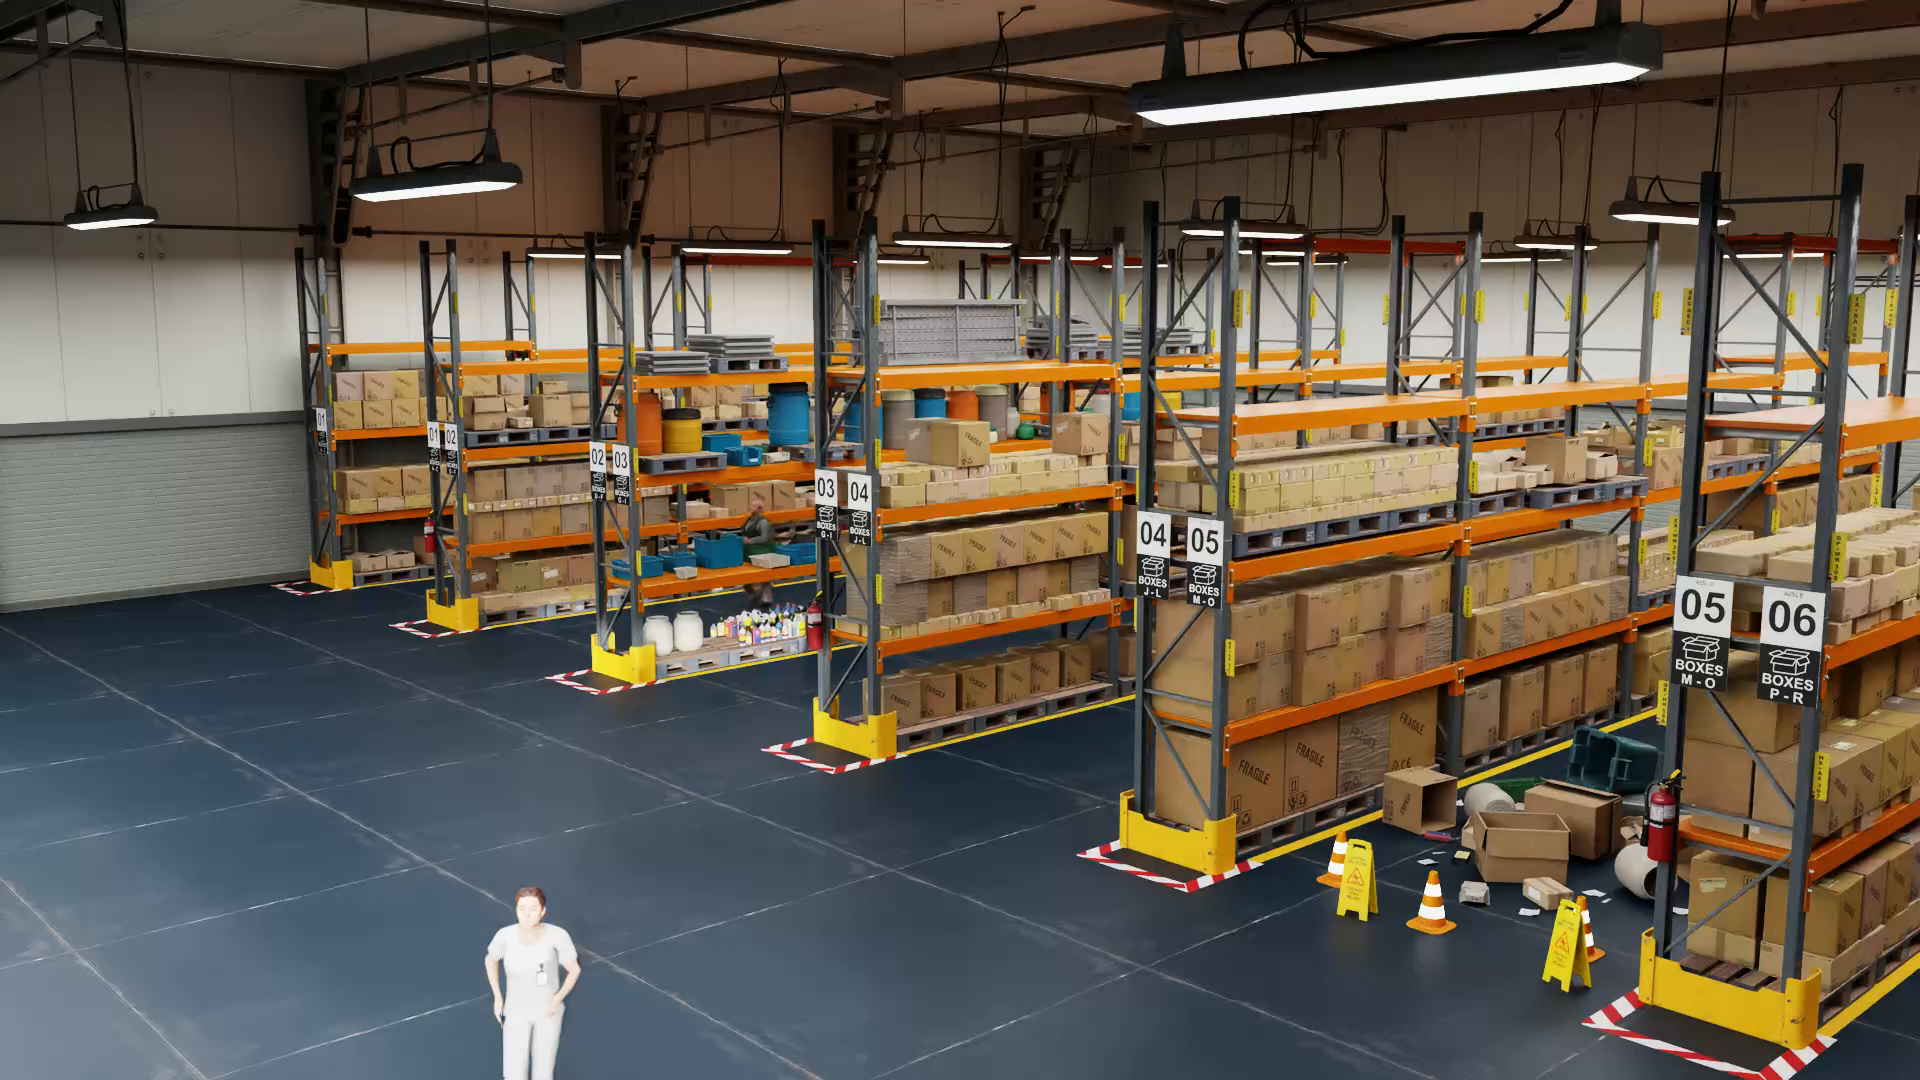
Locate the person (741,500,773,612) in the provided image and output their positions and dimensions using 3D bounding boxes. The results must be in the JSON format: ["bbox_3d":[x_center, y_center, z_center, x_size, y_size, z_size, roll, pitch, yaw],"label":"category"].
[{"bbox_3d":[-3.218,0.260,25.873,0.639,1.762,0.666,7,11,41],"label":"person"}]

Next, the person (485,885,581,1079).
[{"bbox_3d":[-2.583,2.893,10.071,0.573,1.637,0.569,-2,9,-10],"label":"person"}]
